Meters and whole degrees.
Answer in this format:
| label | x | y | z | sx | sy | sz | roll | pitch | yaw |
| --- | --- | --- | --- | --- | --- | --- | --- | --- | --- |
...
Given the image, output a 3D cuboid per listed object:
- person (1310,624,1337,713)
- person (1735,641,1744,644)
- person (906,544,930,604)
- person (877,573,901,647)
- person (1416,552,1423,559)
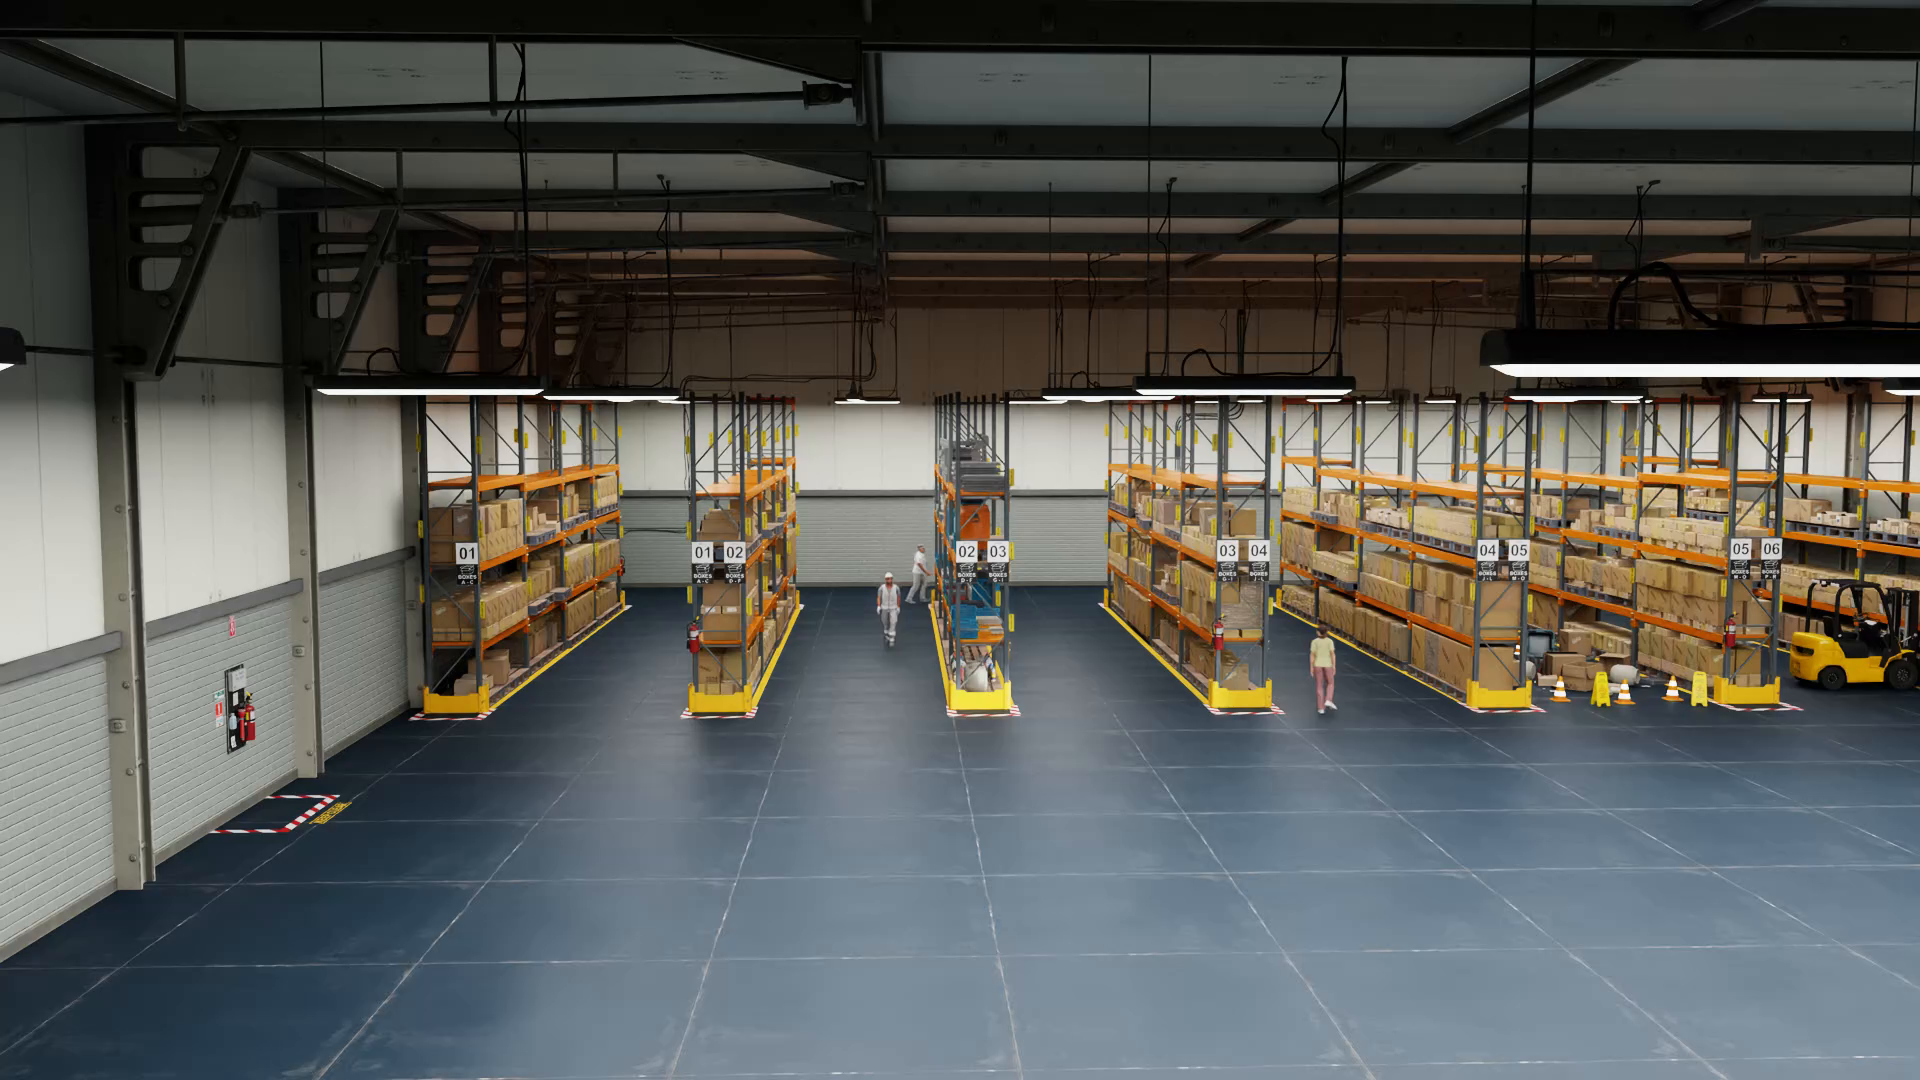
| label | x | y | z | sx | sy | sz | roll | pitch | yaw |
| --- | --- | --- | --- | --- | --- | --- | --- | --- | --- |
| person | 6.782 | 2.406 | 31.033 | 0.503 | 1.665 | 0.479 | 1 | 5 | 9 |
| person | 16.676 | 1.971 | 35.840 | 0.614 | 1.775 | 0.613 | 0 | 5 | -4 |
| person | -1.210 | 0.975 | 48.461 | 0.729 | 1.727 | 0.578 | 0 | 5 | 3 |
| person | -1.704 | 1.653 | 39.736 | 0.554 | 1.725 | 1.068 | 0 | 5 | 1 |
| person | 14.024 | 0.860 | 50.983 | 0.610 | 1.644 | 0.470 | -2 | 5 | -28 |
